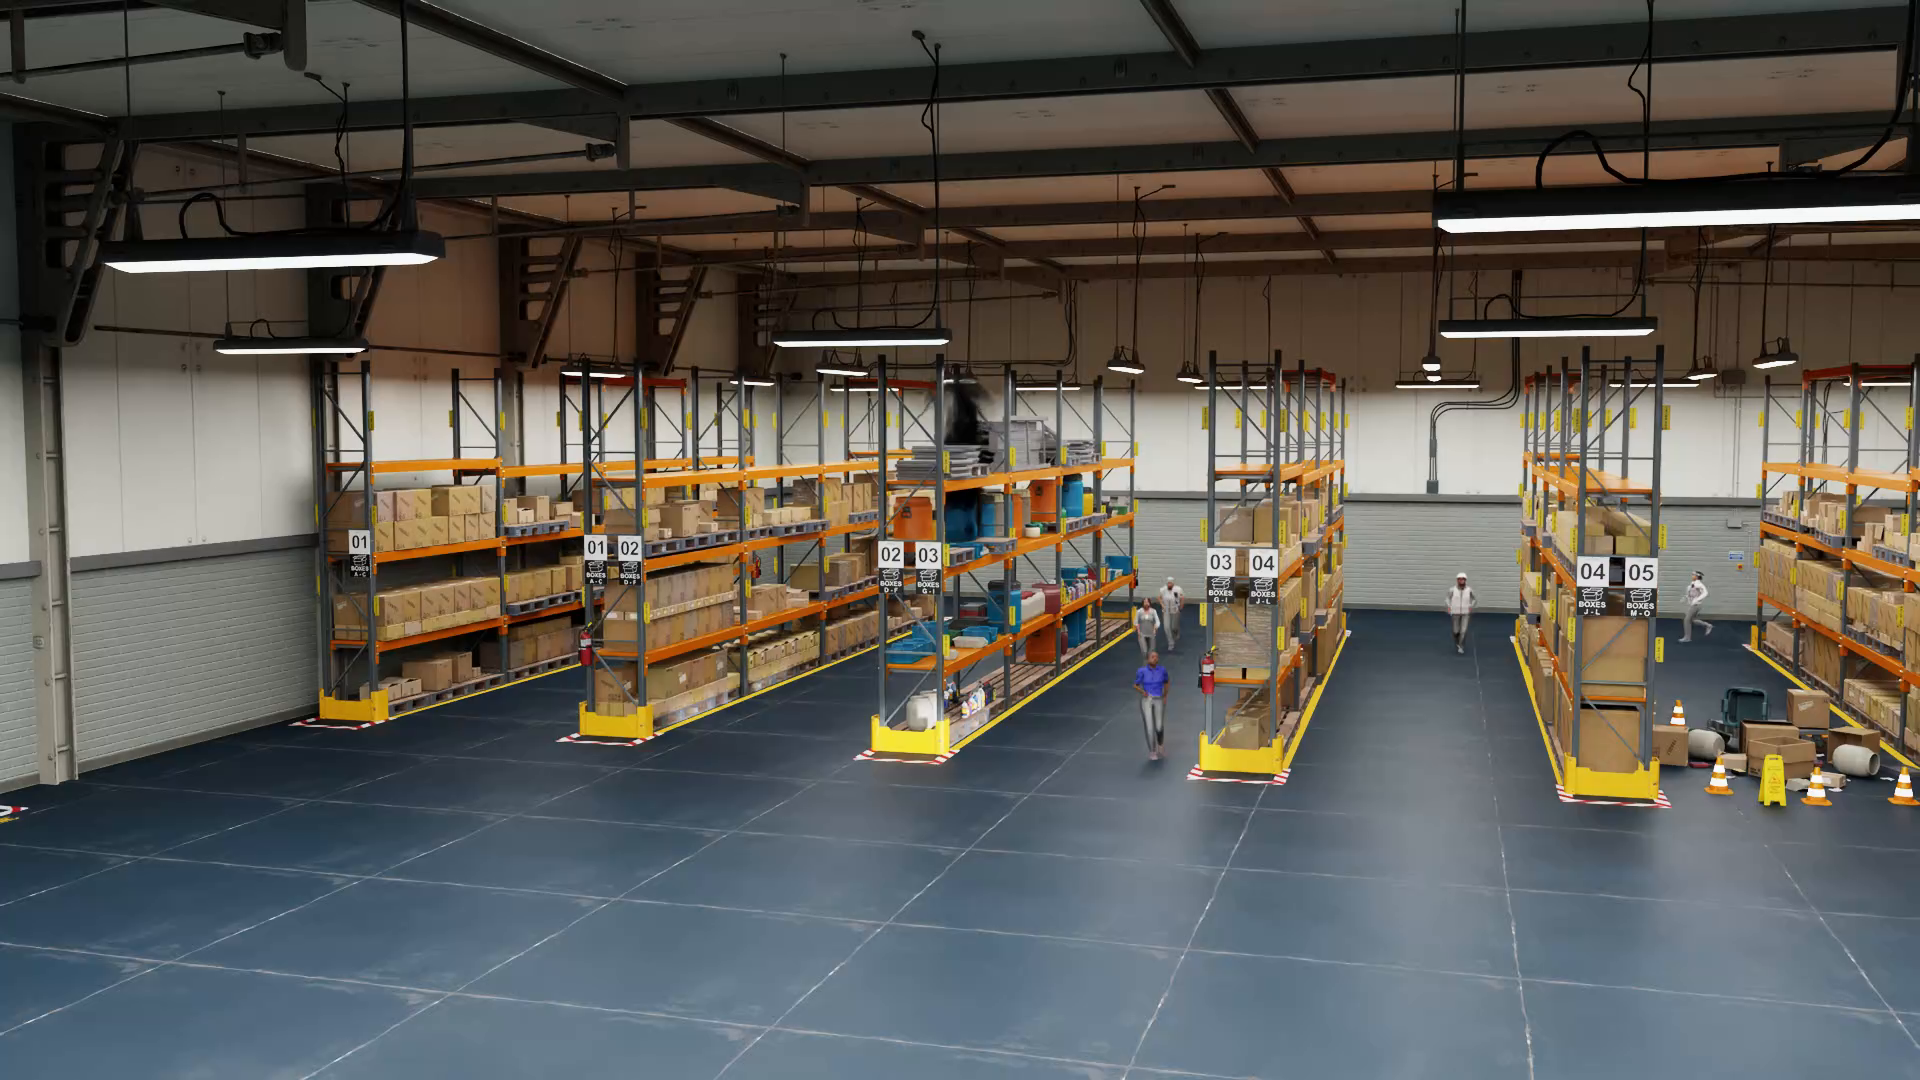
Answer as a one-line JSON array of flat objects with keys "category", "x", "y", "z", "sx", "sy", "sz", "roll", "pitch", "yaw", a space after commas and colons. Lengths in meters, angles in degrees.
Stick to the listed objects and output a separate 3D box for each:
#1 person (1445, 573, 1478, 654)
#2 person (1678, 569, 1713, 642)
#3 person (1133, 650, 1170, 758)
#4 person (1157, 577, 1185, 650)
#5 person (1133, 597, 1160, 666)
[{"category": "person", "x": 10.856, "y": 1.572, "z": 36.021, "sx": 0.671, "sy": 1.734, "sz": 0.653, "roll": 1, "pitch": 4, "yaw": 17}, {"category": "person", "x": 16.698, "y": 1.489, "z": 37.674, "sx": 0.764, "sy": 1.680, "sz": 0.625, "roll": 1, "pitch": 4, "yaw": 10}, {"category": "person", "x": 2.841, "y": 2.437, "z": 24.567, "sx": 0.559, "sy": 1.624, "sz": 0.571, "roll": 0, "pitch": 4, "yaw": 2}, {"category": "person", "x": 4.658, "y": 1.597, "z": 36.666, "sx": 0.593, "sy": 1.617, "sz": 0.789, "roll": 1, "pitch": 4, "yaw": 19}, {"category": "person", "x": 3.666, "y": 1.890, "z": 32.721, "sx": 0.520, "sy": 1.552, "sz": 0.532, "roll": 0, "pitch": 4, "yaw": 4}]
